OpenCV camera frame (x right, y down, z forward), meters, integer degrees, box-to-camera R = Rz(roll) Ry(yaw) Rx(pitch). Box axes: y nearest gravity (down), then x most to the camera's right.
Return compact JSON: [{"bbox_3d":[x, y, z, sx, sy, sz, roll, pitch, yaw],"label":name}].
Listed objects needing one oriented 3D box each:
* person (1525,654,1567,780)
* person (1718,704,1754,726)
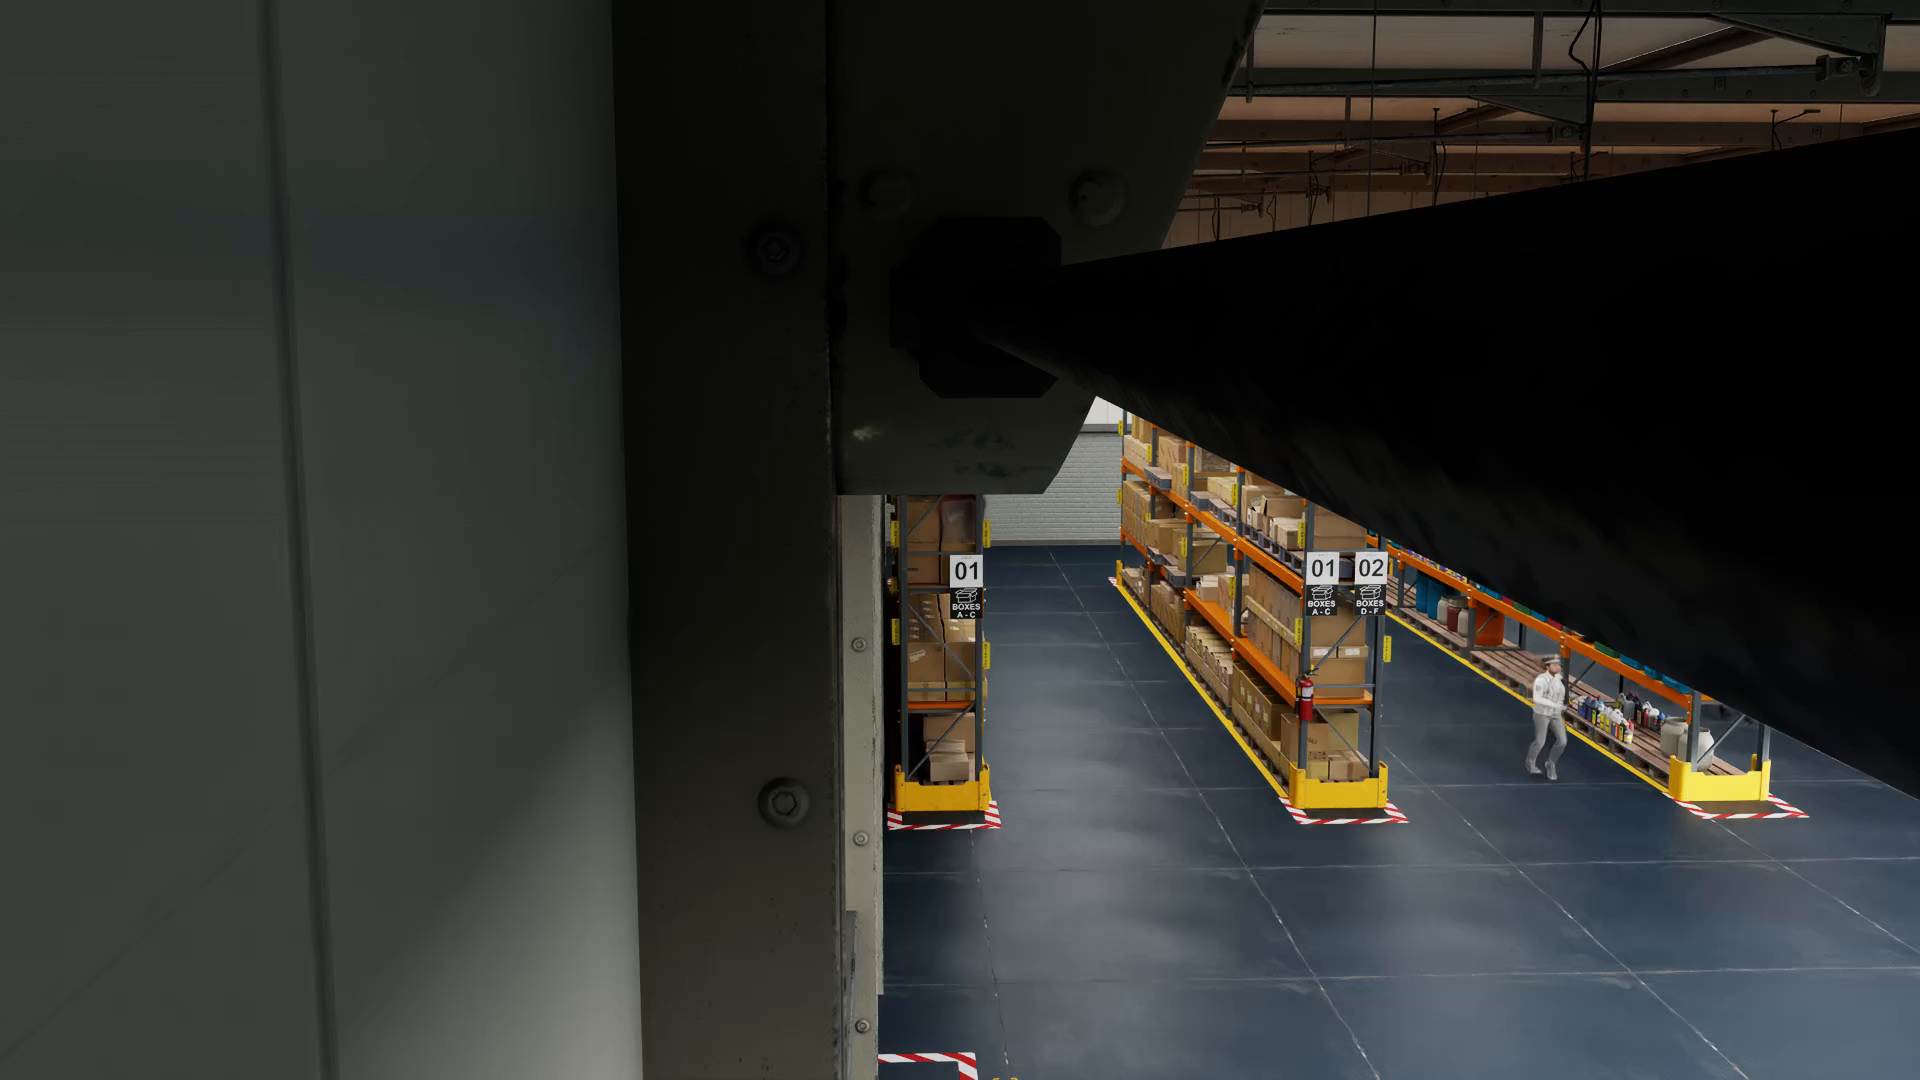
[{"bbox_3d":[7.726,2.324,21.780,0.622,1.744,0.707,-3,9,-20],"label":"person"},{"bbox_3d":[11.600,1.865,24.647,0.679,1.739,0.828,-2,9,-16],"label":"person"}]
